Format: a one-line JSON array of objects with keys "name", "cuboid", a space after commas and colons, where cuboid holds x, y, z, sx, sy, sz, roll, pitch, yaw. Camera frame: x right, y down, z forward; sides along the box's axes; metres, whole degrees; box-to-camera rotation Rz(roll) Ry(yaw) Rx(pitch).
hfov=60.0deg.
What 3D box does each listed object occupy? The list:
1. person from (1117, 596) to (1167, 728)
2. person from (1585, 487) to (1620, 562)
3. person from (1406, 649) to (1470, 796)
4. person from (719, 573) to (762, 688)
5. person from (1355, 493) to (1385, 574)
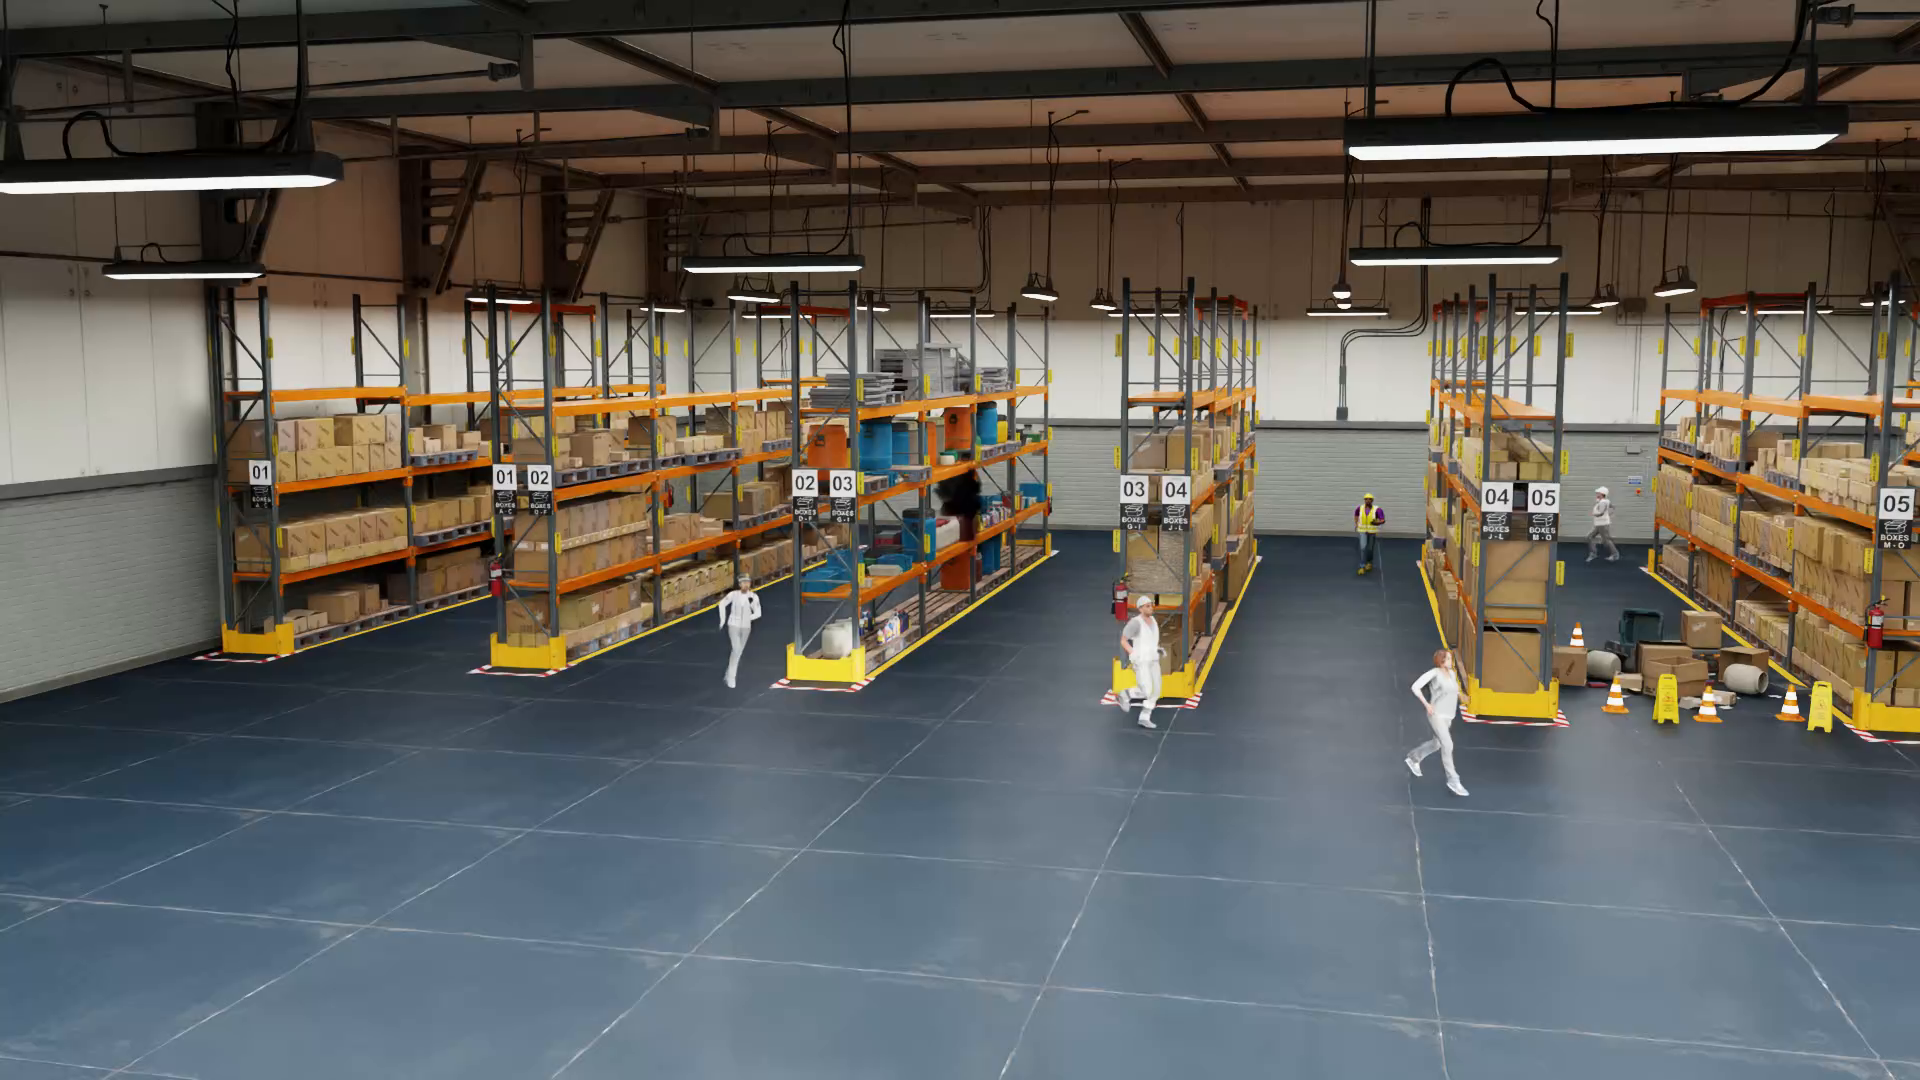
[{"name": "person", "cuboid": [2.427, 1.608, 22.168, 0.655, 1.745, 0.629, -5, 8, -39]}, {"name": "person", "cuboid": [15.037, -0.338, 38.823, 0.746, 1.803, 0.639, 2, 7, 16]}, {"name": "person", "cuboid": [5.449, 2.030, 18.932, 0.539, 1.610, 0.875, -6, 9, -40]}, {"name": "person", "cuboid": [-3.263, 1.321, 24.829, 0.595, 1.664, 0.649, -2, 7, -19]}, {"name": "person", "cuboid": [9.102, -0.163, 37.003, 0.688, 1.757, 0.890, 2, 7, 19]}]
